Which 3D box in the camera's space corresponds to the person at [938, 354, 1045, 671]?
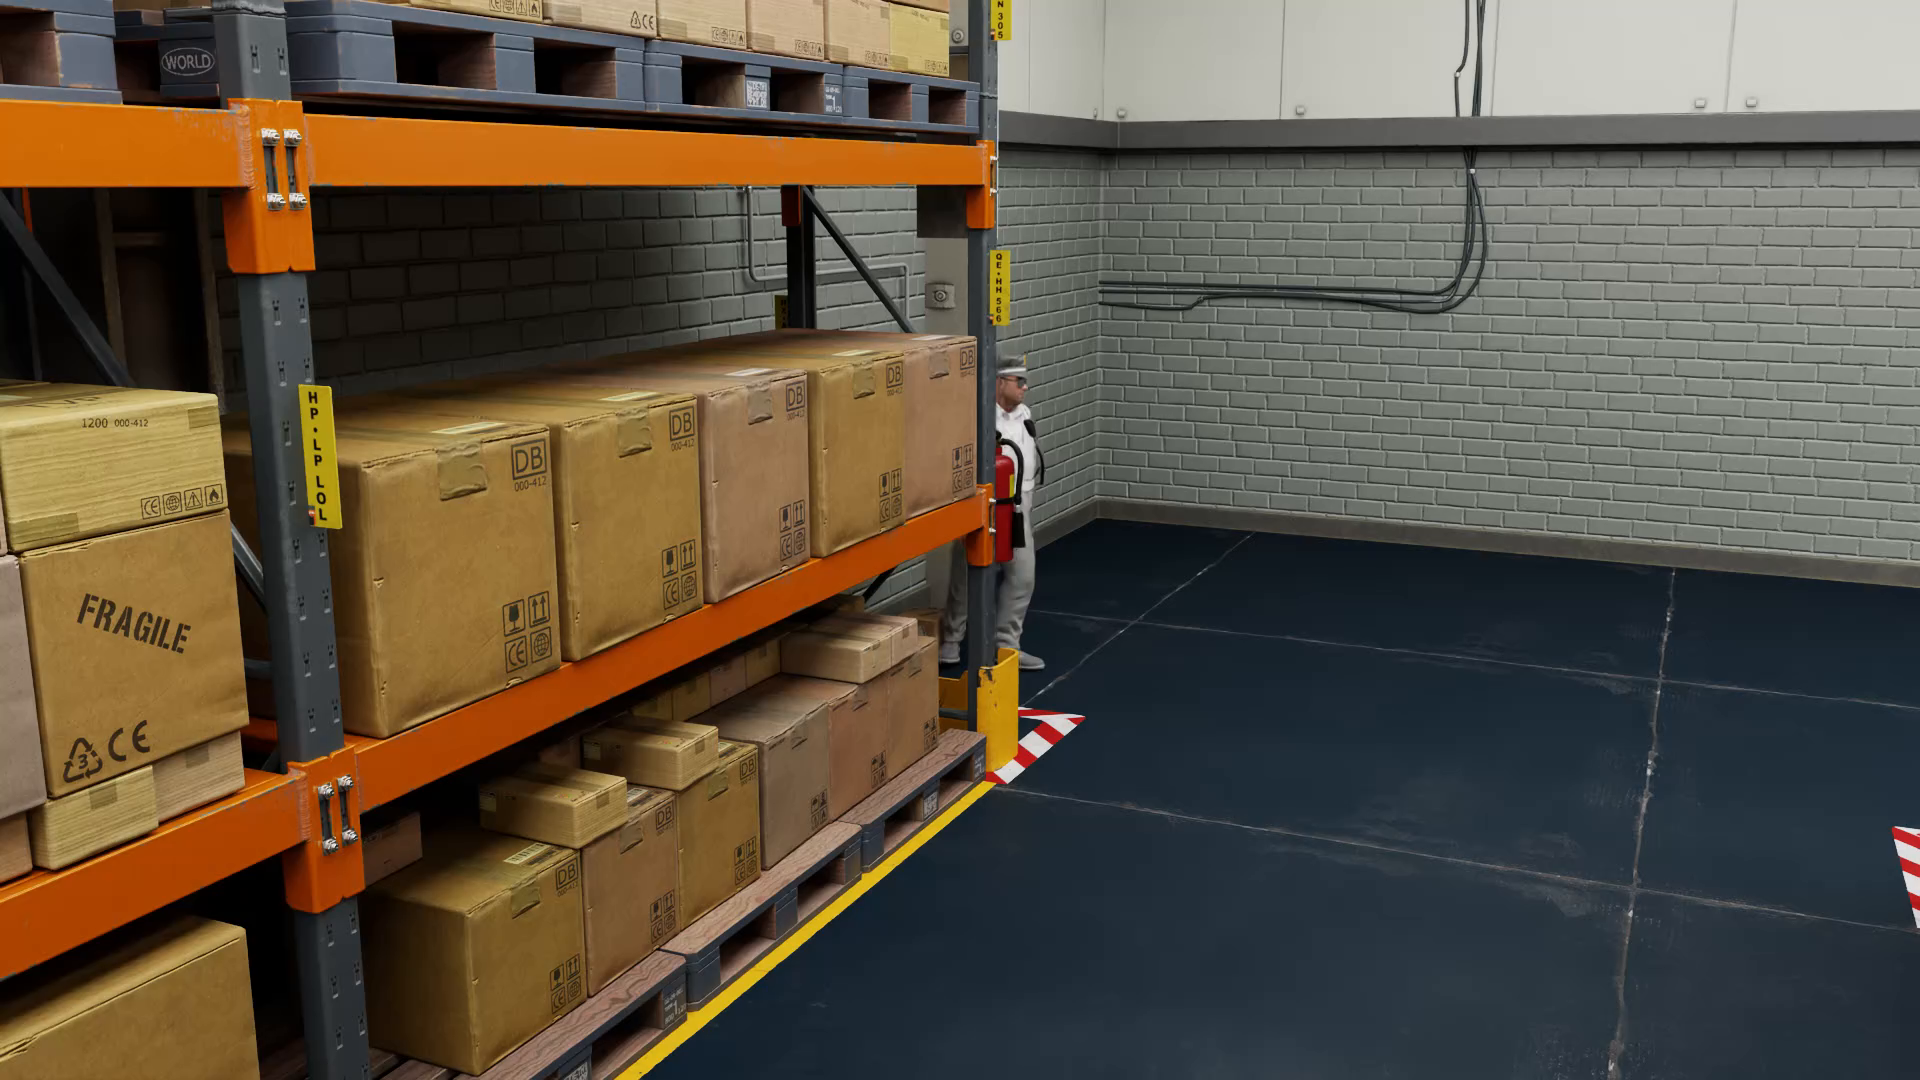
[{"bbox_3d":[0.165,-0.158,9.176,0.569,1.747,0.586,-9,15,-38],"label":"person"}]
